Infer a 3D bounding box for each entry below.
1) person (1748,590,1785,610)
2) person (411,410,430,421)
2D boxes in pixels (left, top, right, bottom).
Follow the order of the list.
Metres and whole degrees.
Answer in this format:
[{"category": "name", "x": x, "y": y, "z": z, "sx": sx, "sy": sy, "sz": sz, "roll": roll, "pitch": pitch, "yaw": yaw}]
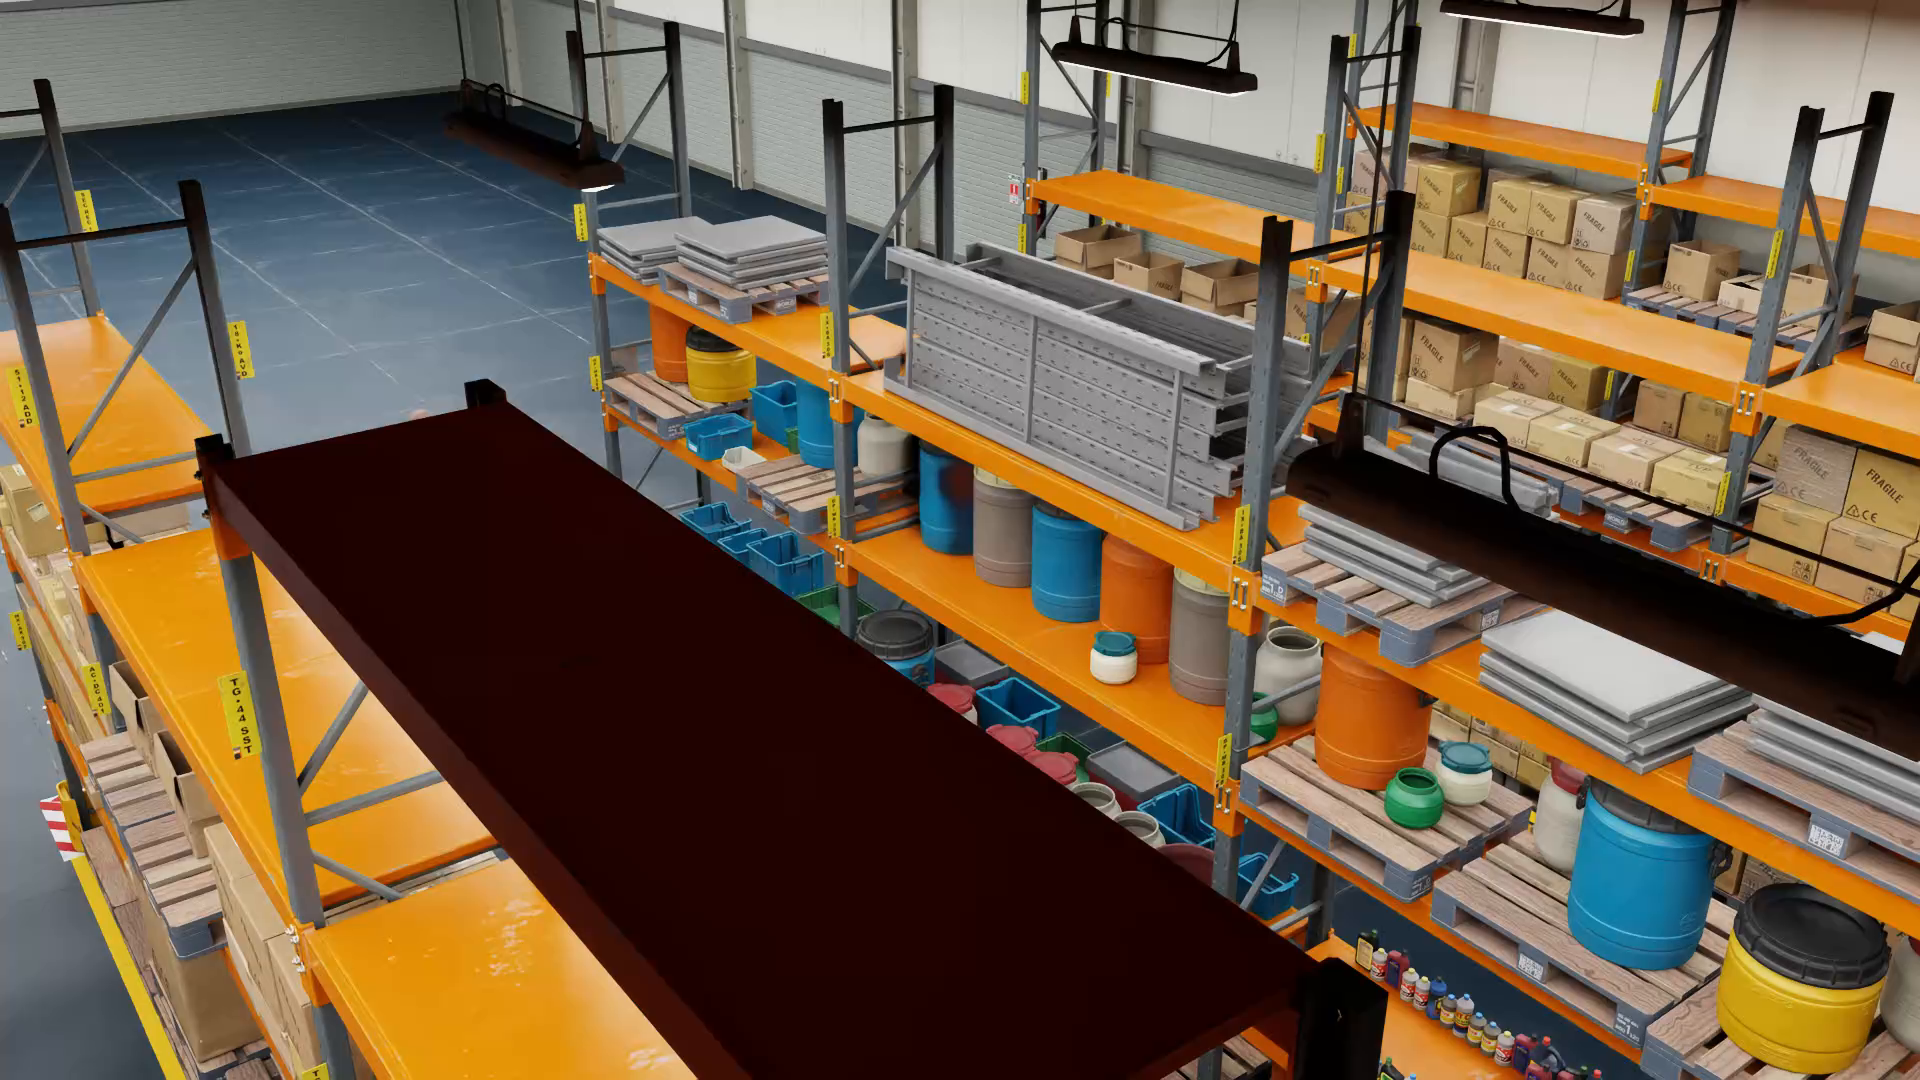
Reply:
[{"category": "person", "x": 7.831, "y": 0.409, "z": 16.084, "sx": 0.428, "sy": 1.684, "sz": 0.509, "roll": -22, "pitch": 33, "yaw": -39}, {"category": "person", "x": -5.784, "y": -0.601, "z": 18.163, "sx": 0.644, "sy": 1.804, "sz": 0.414, "roll": 12, "pitch": 27, "yaw": 24}]
